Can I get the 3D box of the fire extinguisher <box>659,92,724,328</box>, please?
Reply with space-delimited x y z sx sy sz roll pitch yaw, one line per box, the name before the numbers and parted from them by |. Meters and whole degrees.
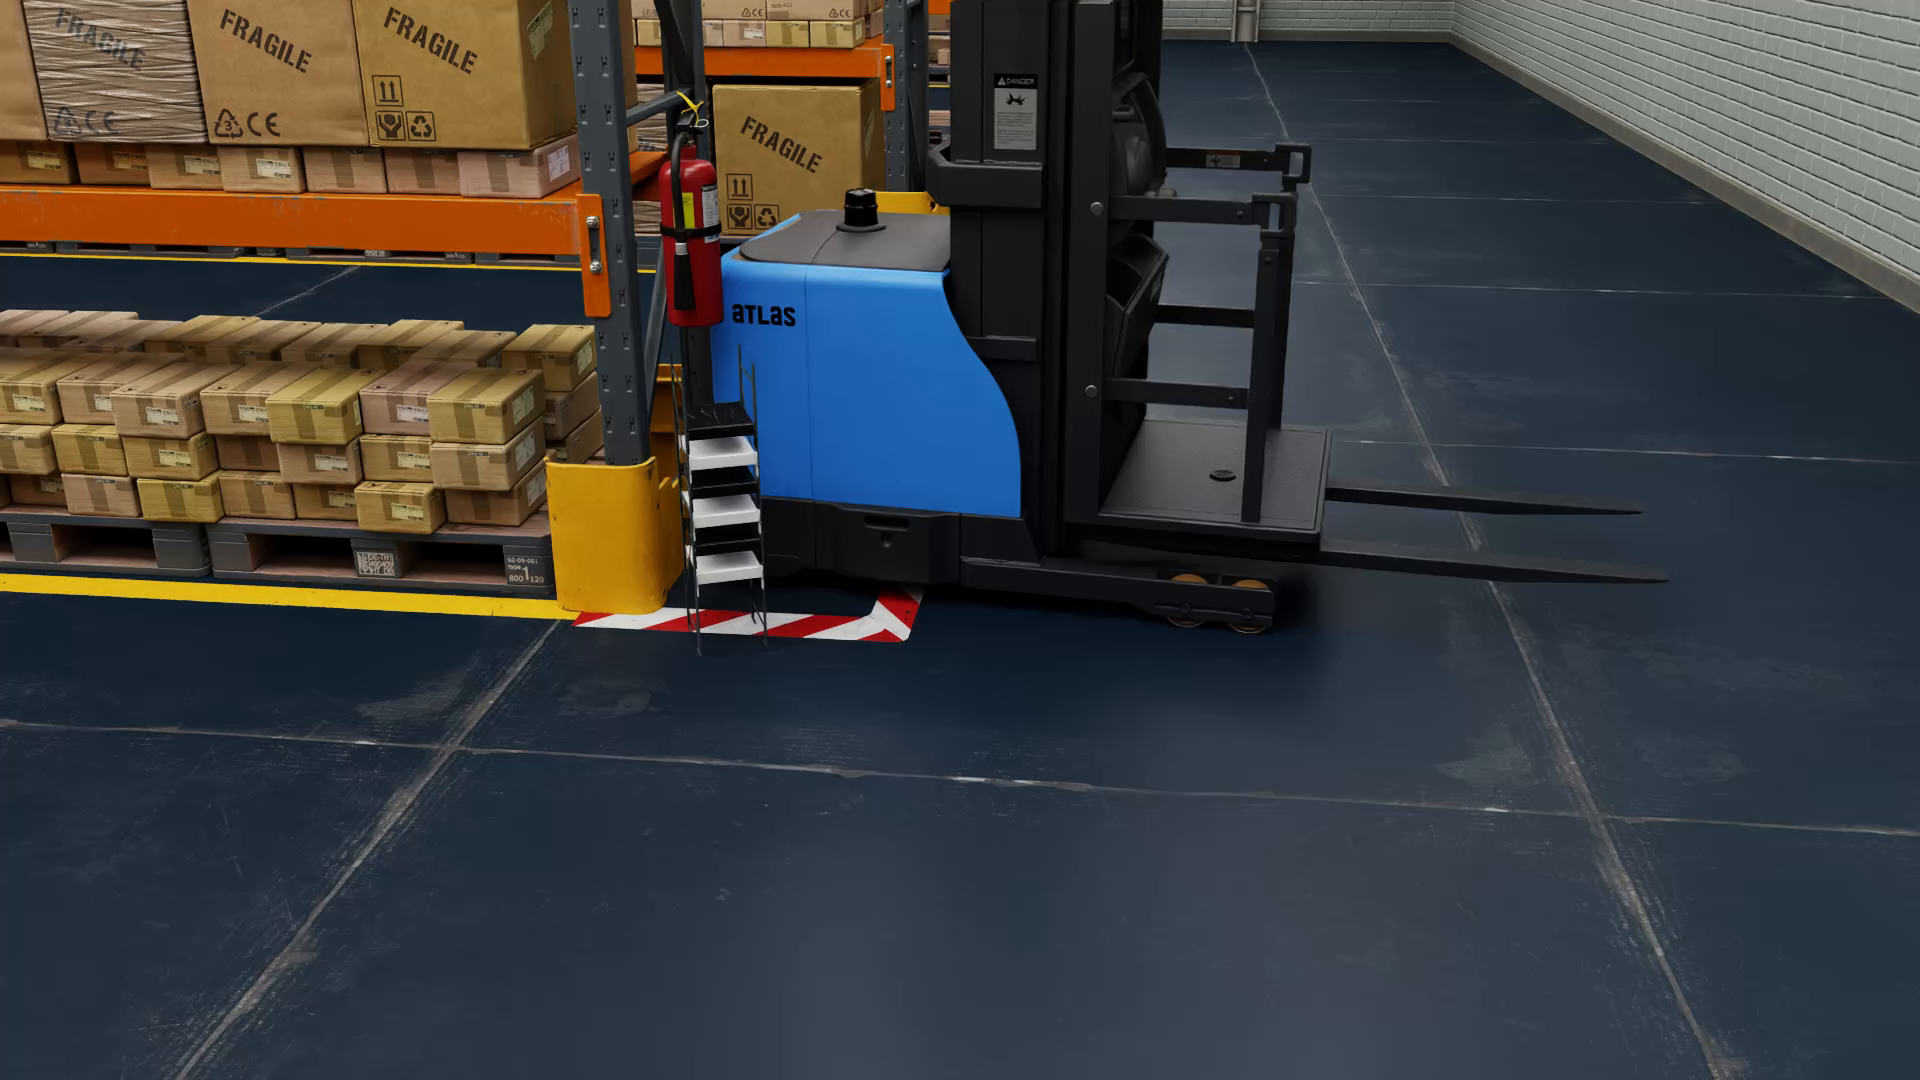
fire extinguisher | -0.805 -0.981 4.953 0.183 0.674 0.296 2 22 6

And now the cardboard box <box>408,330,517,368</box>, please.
cardboard box | -1.769 -0.630 5.952 0.250 0.149 0.380 3 22 7

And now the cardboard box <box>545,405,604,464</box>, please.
cardboard box | -1.483 -0.379 6.124 0.250 0.149 0.380 3 22 7

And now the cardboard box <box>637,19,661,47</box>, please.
cardboard box | -1.723 -2.998 9.785 0.250 0.149 0.380 2 22 5

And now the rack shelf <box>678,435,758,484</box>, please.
rack shelf | -0.725 -0.254 4.959 0.200 0.077 0.258 -7 23 -16

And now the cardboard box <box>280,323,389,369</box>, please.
cardboard box | -2.260 -0.669 6.048 0.250 0.149 0.380 1 22 4

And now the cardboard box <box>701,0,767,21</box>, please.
cardboard box | -1.333 -3.191 9.730 0.500 0.250 0.500 2 22 5

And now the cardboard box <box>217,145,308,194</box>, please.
cardboard box | -2.107 -1.196 5.227 0.250 0.149 0.380 3 22 8

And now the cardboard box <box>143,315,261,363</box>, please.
cardboard box | -2.790 -0.712 6.158 0.250 0.149 0.380 3 22 7

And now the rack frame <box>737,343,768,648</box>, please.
rack frame | -0.628 -0.129 5.042 0.006 0.900 0.240 -7 23 -16

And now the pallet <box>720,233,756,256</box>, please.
pallet | -1.120 -1.885 10.421 1.213 0.211 1.003 2 22 6

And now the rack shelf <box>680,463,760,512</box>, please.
rack shelf | -0.725 -0.170 4.993 0.200 0.077 0.258 -7 23 -16

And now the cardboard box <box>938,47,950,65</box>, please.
cardboard box | -0.108 -5.664 19.441 0.250 0.166 0.380 2 22 6

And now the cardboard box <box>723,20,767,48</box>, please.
cardboard box | -1.218 -2.976 9.730 0.250 0.149 0.380 3 22 6

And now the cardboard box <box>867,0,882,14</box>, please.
cardboard box | -0.762 -3.364 10.168 0.500 0.250 0.500 2 22 5

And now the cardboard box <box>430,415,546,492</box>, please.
cardboard box | -1.558 -0.296 5.510 0.250 0.149 0.380 2 22 5

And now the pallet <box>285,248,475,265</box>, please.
pallet | -3.543 -1.991 10.688 1.213 0.211 1.003 2 22 6

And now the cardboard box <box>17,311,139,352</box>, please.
cardboard box | -3.285 -0.739 6.226 0.250 0.149 0.380 2 22 4

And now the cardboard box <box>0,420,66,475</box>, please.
cardboard box | -3.120 -0.355 5.660 0.250 0.149 0.380 3 22 7

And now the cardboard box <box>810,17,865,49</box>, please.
cardboard box | -0.709 -2.954 9.674 0.250 0.149 0.380 3 22 7

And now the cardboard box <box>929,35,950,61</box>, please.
cardboard box | -0.150 -5.867 19.842 0.500 0.250 0.500 2 22 6

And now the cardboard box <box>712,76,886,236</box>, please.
cardboard box | -0.962 -2.382 10.203 0.875 0.875 0.875 2 22 6

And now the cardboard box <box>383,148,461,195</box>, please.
cardboard box | -1.600 -1.188 5.207 0.250 0.149 0.380 2 22 6

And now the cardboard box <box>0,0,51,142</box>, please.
cardboard box | -2.987 -1.548 5.234 0.500 0.500 0.500 4 22 9

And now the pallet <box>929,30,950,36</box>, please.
pallet | -0.579 -7.364 24.280 1.213 0.211 1.003 2 22 6

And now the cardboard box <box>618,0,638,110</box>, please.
cardboard box | -1.414 -1.675 5.555 0.500 0.500 0.500 4 22 9

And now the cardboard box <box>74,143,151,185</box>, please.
cardboard box | -2.627 -1.251 5.367 0.250 0.149 0.380 2 22 4

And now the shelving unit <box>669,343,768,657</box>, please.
shelving unit | -0.725 -0.118 5.013 0.210 0.900 0.258 -7 23 -16

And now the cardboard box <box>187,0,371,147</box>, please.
cardboard box | -1.988 -1.504 5.124 0.500 0.500 0.500 2 22 5

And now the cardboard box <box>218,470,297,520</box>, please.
cardboard box | -2.314 -0.209 5.694 0.250 0.149 0.380 3 22 7

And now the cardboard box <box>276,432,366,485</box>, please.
cardboard box | -2.075 -0.318 5.566 0.250 0.149 0.380 2 22 4

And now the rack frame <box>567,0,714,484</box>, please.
rack frame | -1.001 -1.369 5.324 0.127 3.000 1.000 2 22 6

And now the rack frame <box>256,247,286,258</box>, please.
rack frame | -4.289 -3.349 10.331 0.127 3.000 1.000 2 22 6

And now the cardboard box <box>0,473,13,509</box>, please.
cardboard box | -3.356 -0.238 5.768 0.250 0.149 0.380 2 22 5

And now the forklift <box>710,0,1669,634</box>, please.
forklift | 0.753 -1.285 5.204 3.031 2.935 1.130 5 22 13

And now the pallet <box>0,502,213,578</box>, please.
pallet | -3.087 -0.178 6.102 1.213 0.211 1.003 2 22 6

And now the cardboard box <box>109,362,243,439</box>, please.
cardboard box | -2.594 -0.468 5.542 0.250 0.149 0.380 3 22 8

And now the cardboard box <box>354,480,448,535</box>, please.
cardboard box | -1.815 -0.160 5.571 0.250 0.149 0.380 3 22 8

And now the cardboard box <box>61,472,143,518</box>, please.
cardboard box | -2.844 -0.216 5.712 0.250 0.149 0.380 3 22 7

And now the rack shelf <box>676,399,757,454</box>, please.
rack shelf | -0.725 -0.338 4.926 0.200 0.077 0.258 -7 23 -16

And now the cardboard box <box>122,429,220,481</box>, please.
cardboard box | -2.591 -0.336 5.610 0.250 0.149 0.380 3 22 7

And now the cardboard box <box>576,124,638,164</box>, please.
cardboard box | -1.284 -1.386 5.708 0.250 0.149 0.380 2 22 6

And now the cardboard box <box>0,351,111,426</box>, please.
cardboard box | -3.106 -0.521 5.676 0.250 0.149 0.380 3 22 7

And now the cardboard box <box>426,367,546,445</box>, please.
cardboard box | -1.556 -0.446 5.485 0.250 0.149 0.380 3 22 7

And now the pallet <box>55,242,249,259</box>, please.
pallet | -5.064 -2.058 10.859 1.213 0.211 1.003 2 22 6

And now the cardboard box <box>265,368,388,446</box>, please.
cardboard box | -2.071 -0.443 5.477 0.250 0.149 0.380 2 22 5

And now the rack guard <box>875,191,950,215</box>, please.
rack guard | -0.293 -2.013 10.350 0.348 0.500 1.175 2 22 6

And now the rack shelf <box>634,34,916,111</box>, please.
rack shelf | -2.303 -2.928 10.245 4.000 0.370 1.077 2 22 6
